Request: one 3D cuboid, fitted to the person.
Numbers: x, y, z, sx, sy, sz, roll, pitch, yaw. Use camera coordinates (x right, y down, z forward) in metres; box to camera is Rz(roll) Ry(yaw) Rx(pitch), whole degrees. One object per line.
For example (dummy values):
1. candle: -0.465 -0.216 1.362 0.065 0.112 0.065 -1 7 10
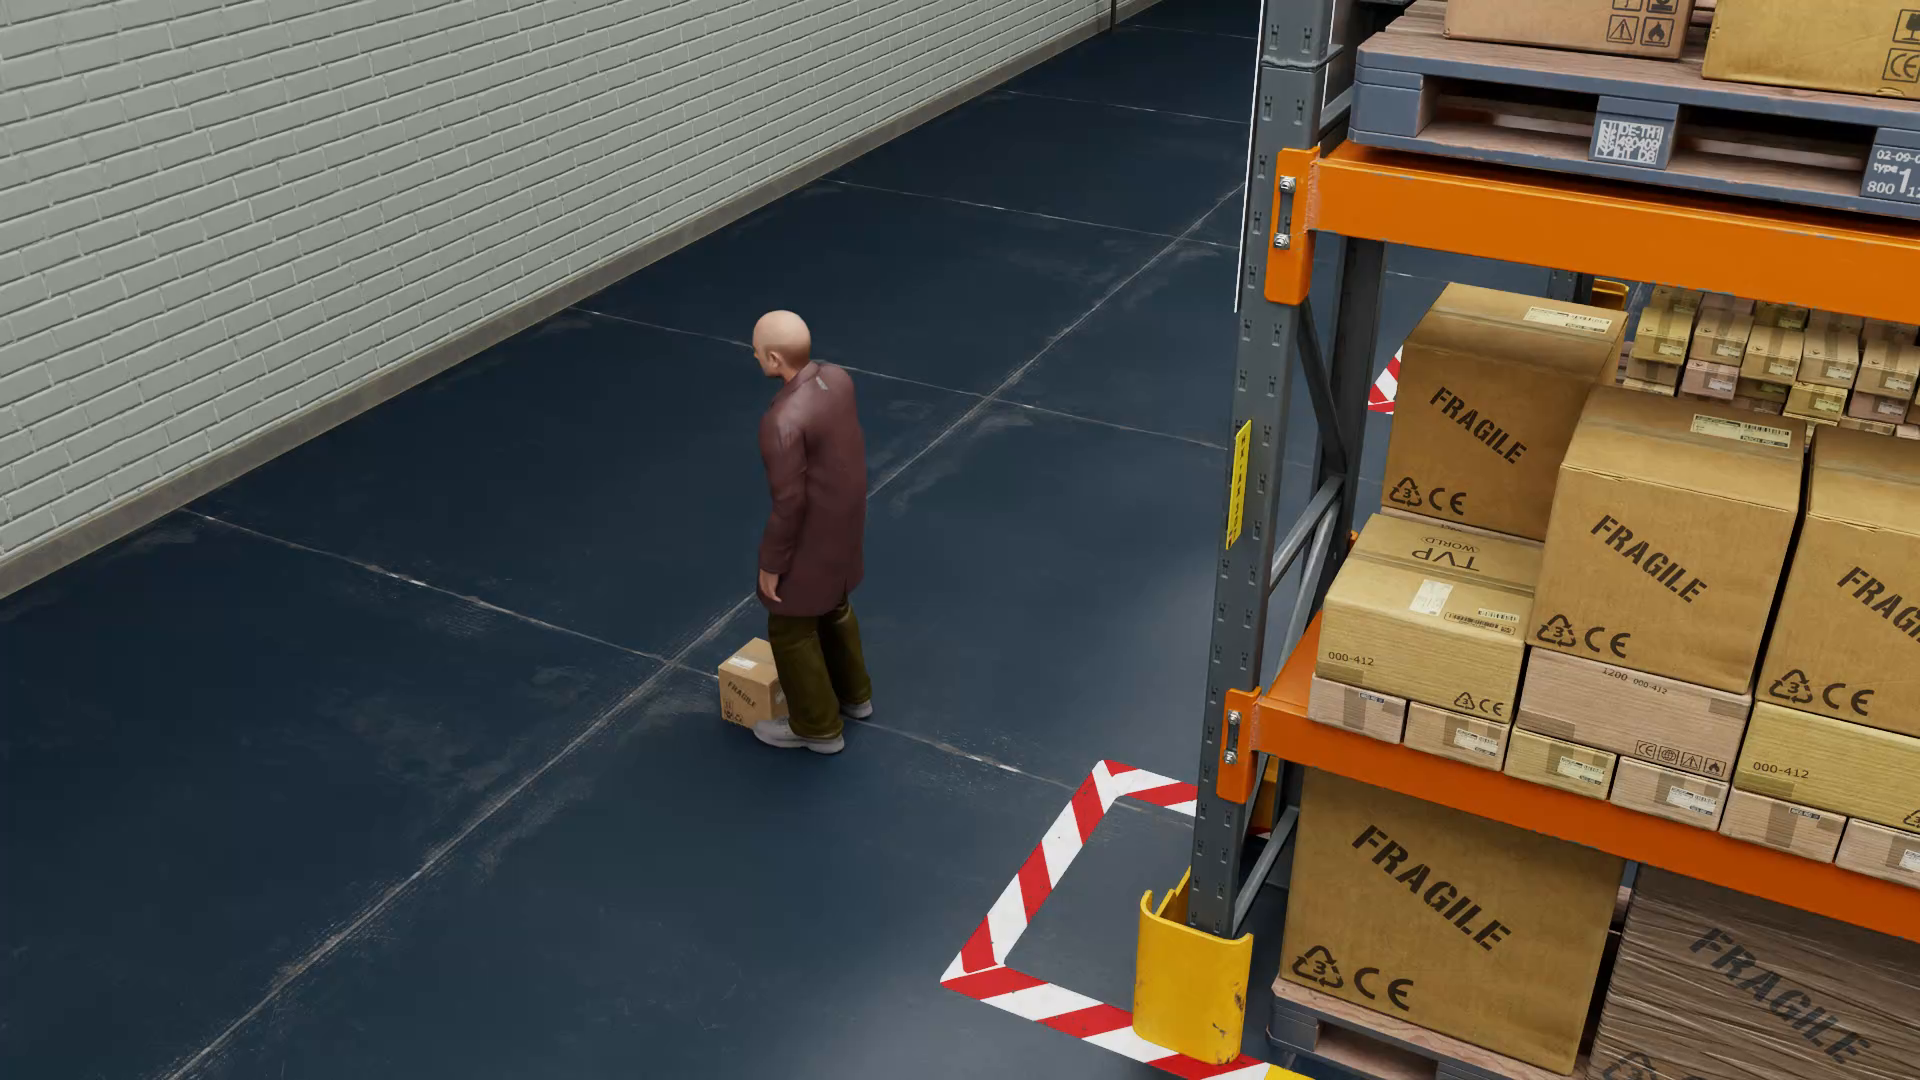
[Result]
1. person: -0.565 -0.018 6.177 0.429 1.772 0.646 12 32 21
